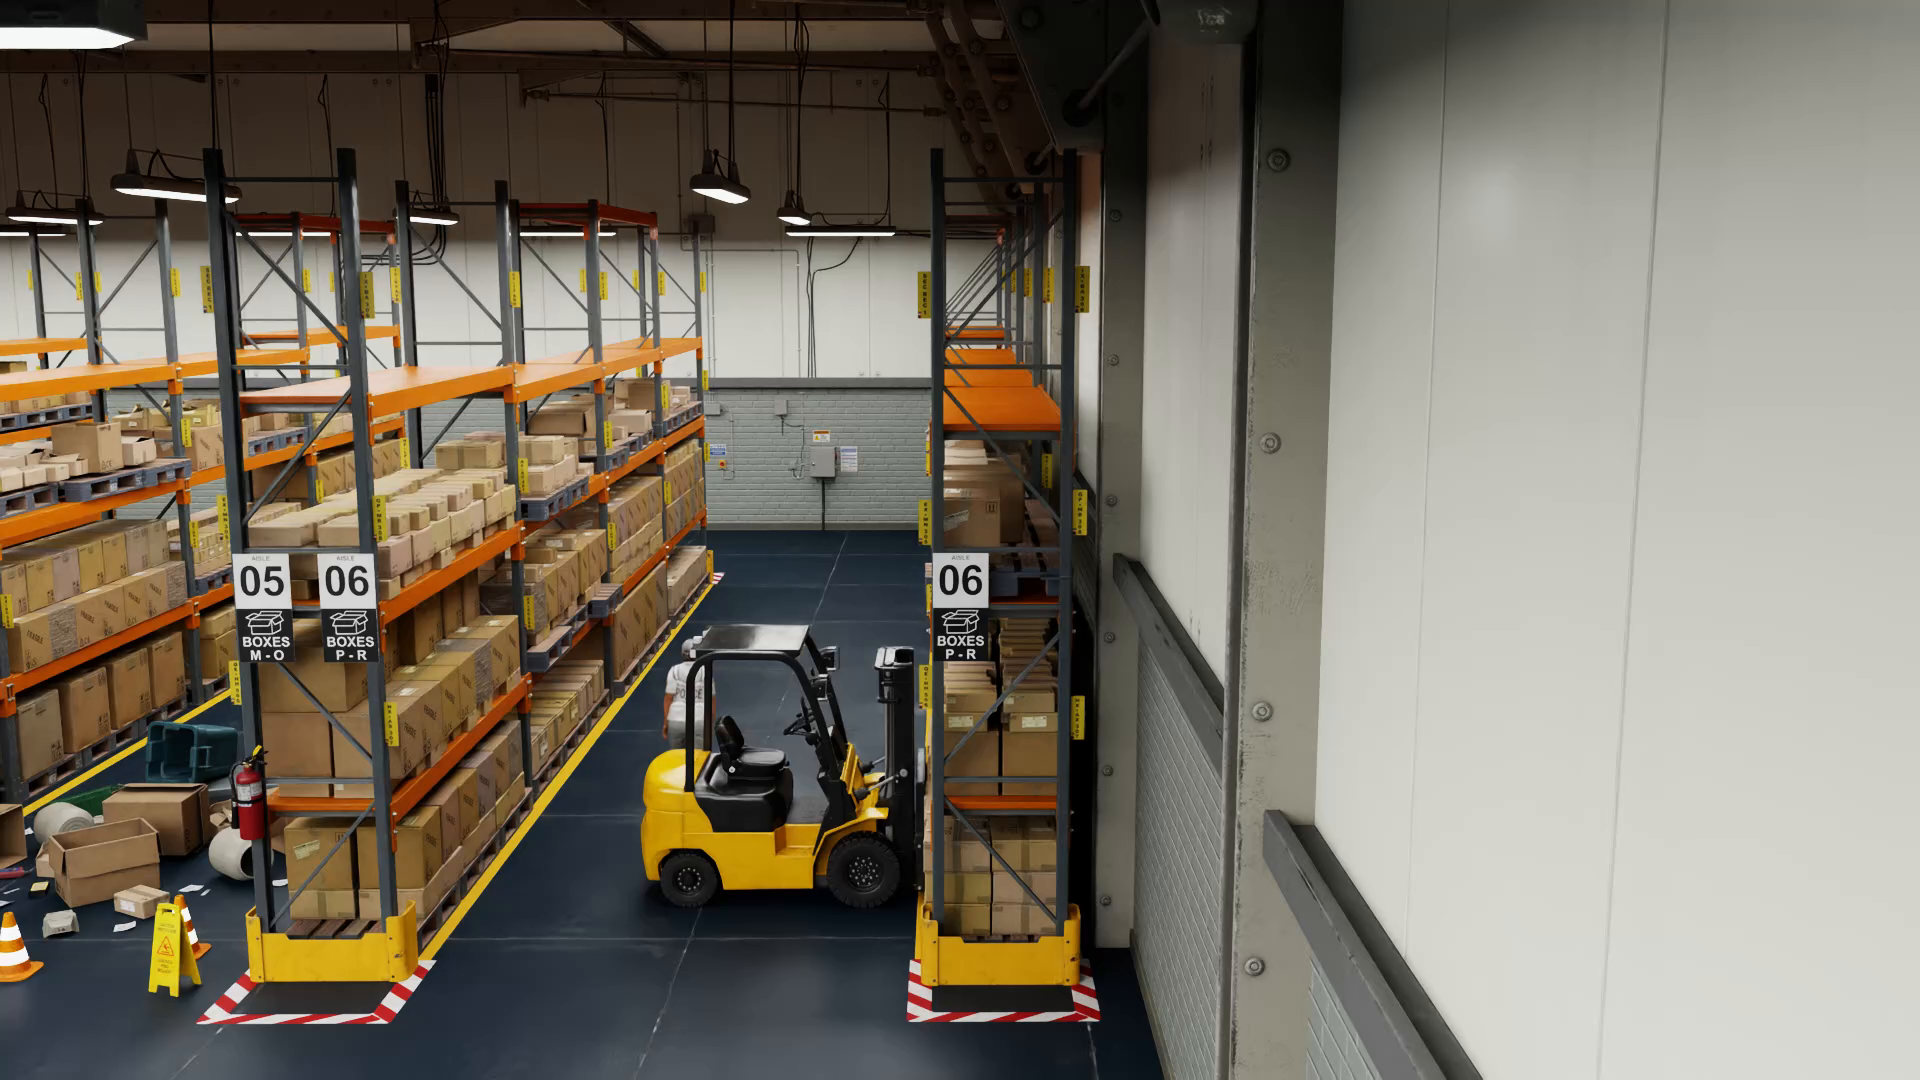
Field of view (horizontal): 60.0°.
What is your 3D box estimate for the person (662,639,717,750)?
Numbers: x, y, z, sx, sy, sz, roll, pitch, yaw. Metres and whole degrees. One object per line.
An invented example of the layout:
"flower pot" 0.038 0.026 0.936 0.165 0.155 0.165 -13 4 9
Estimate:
"person" -2.618 1.819 16.129 0.515 1.710 0.606 -1 9 -5
